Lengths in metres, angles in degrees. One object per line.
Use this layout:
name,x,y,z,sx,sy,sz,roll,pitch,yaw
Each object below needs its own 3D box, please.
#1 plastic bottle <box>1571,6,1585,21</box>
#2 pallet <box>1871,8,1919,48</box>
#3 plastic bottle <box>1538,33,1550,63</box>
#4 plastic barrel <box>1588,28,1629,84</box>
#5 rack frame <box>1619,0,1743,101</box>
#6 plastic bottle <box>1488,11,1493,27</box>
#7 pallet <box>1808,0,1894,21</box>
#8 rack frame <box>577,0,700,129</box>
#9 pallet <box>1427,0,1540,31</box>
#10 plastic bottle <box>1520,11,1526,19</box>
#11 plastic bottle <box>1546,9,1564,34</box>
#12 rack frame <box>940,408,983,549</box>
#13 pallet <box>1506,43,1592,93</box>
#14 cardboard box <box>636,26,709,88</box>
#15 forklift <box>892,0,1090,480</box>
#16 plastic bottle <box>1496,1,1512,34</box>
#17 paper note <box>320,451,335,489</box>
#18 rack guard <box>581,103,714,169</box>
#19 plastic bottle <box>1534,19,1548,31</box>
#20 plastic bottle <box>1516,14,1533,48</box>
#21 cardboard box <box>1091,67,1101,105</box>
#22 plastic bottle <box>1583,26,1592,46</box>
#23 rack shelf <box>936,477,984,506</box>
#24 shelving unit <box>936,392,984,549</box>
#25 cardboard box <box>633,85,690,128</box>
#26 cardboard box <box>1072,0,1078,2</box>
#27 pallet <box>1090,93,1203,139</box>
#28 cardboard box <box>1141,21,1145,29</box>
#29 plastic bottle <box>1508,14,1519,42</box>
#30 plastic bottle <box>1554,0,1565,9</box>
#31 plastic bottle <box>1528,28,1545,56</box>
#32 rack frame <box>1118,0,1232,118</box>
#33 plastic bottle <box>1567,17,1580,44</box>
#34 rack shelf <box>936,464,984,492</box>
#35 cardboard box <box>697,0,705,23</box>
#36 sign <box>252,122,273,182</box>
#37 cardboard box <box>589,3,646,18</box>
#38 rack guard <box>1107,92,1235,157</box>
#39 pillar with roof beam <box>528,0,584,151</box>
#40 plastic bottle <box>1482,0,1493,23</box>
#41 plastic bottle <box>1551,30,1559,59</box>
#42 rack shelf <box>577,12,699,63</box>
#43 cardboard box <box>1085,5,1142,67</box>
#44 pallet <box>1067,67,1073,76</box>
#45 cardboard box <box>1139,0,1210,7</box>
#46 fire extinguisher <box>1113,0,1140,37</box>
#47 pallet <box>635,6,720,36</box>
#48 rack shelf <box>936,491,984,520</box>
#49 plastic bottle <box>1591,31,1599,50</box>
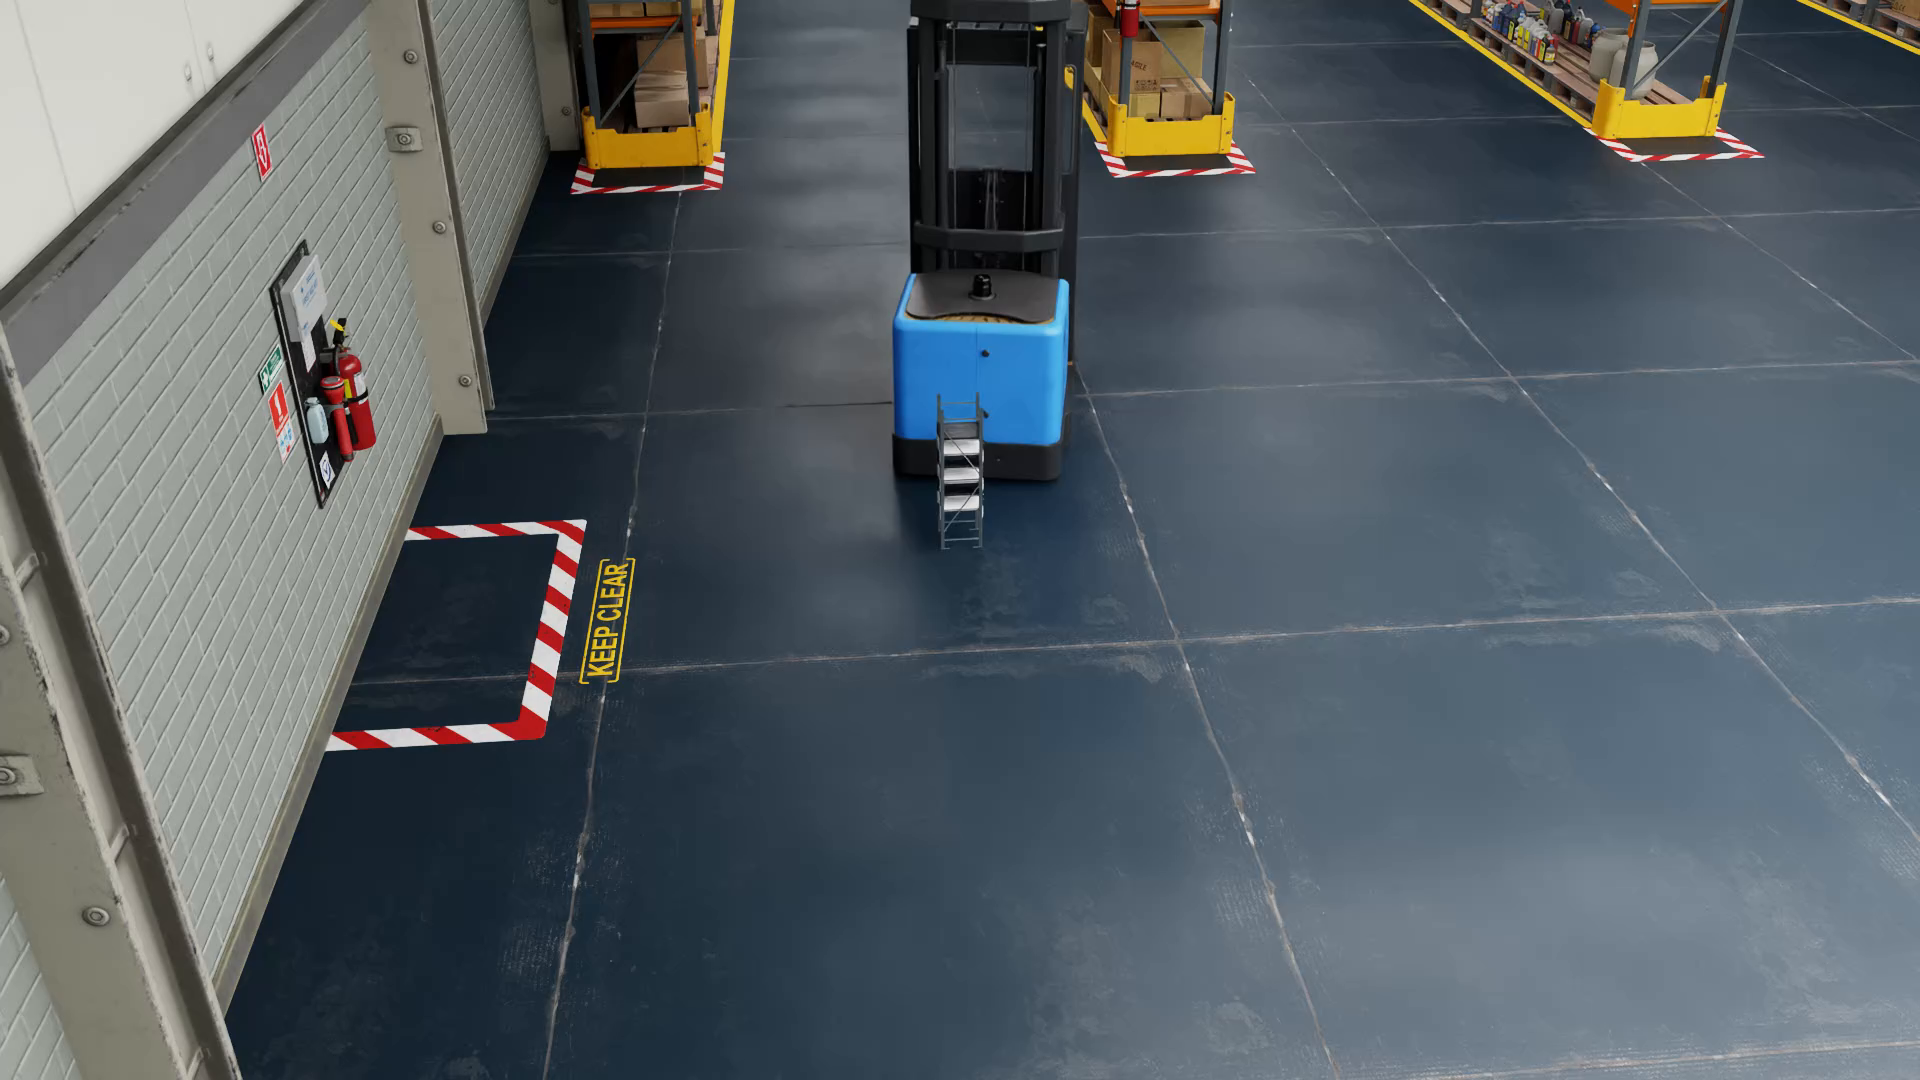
plastic bottle,6.965,-5.824,18.729,0.144,0.351,0.185,-3,31,-5
pallet,11.599,-6.049,19.671,1.003,0.211,1.213,-3,31,-5
plastic bottle,6.306,-5.306,17.927,0.061,0.283,0.133,-2,31,-3
plastic barrel,6.759,-5.008,17.226,0.421,0.512,0.421,0,31,0
rack frame,6.943,-5.308,15.711,1.000,3.000,0.127,-3,31,-5
plastic bottle,6.182,-6.050,19.253,0.097,0.201,0.097,0,31,0
pallet,11.427,-6.787,20.907,1.003,0.211,1.213,-3,31,-5
rack frame,-2.920,-4.833,14.916,1.000,3.000,0.127,-3,31,-5
pallet,6.458,-6.552,20.513,1.003,0.211,1.213,-3,31,-5
plastic bottle,6.366,-5.867,18.879,0.097,0.271,0.097,0,31,0
plastic bottle,6.789,-5.936,18.991,0.152,0.276,0.135,-3,31,-5
rack frame,0.009,-0.339,9.439,0.240,0.900,0.006,-3,31,-5
pallet,6.708,-5.183,18.222,1.003,0.211,1.213,-3,31,-5
cardboard box,-2.968,-4.974,17.161,0.700,0.500,0.500,-5,31,-8
forklift,0.245,-2.357,10.837,1.130,2.935,3.031,3,31,5
plastic bottle,6.232,-5.969,18.973,0.144,0.351,0.185,-2,31,-3
paper note,-3.146,-0.350,8.270,0.016,0.148,0.142,-3,31,-5
rack guard,-2.928,-3.799,15.622,1.175,0.500,0.348,-3,31,-5
plastic bottle,6.434,-5.644,18.501,0.152,0.276,0.135,-3,31,-5
plastic bottle,6.289,-5.656,18.448,0.144,0.351,0.185,-3,31,-5
cardboard box,1.608,-4.586,16.775,0.500,0.250,0.500,-3,31,-5
plastic bottle,7.014,-5.617,18.529,0.097,0.201,0.097,0,31,0
rack shelf,-0.001,-0.285,9.589,0.258,0.077,0.200,-3,31,-5
shelving unit,-0.001,-0.390,9.526,0.258,0.900,0.210,-3,31,-5
cardboard box,-2.895,-4.225,16.091,0.500,0.311,0.500,-6,31,-10
cardboard box,1.463,-5.674,17.864,0.500,0.500,0.500,-3,31,-5
pallet,1.898,-4.263,16.682,1.003,0.211,1.213,-3,31,-5
cardboard box,2.074,-5.188,17.051,0.500,0.500,0.500,-3,31,-5
plastic bottle,6.223,-5.758,18.684,0.061,0.283,0.133,-1,31,-2
plastic bottle,6.917,-6.086,19.169,0.144,0.351,0.185,-4,31,-6
plastic bottle,6.326,-5.445,18.167,0.152,0.276,0.135,-4,31,-6
rack frame,2.011,-5.072,15.317,1.000,3.000,0.127,-3,31,-5
plastic bottle,6.870,-5.706,18.598,0.061,0.283,0.133,-3,31,-5
rack shelf,-0.001,-0.362,9.543,0.258,0.077,0.200,-3,31,-5
cardboard box,-3.379,-6.366,19.491,0.700,0.500,0.500,-2,31,-3
sign,-3.192,-1.808,7.592,0.001,0.298,0.199,-3,31,-5
cardboard box,-3.157,-5.006,15.333,0.500,0.250,0.500,-2,31,-4
rack guard,2.013,-3.987,15.937,1.175,0.500,0.348,-3,31,-5
pillar with roof beam,0.439,-7.931,14.252,9.100,9.000,0.400,-3,31,-5
plastic bottle,6.163,-6.184,19.409,0.097,0.271,0.097,0,31,0
plastic bottle,6.445,-5.382,18.056,0.061,0.283,0.133,-3,31,-5
rack shelf,-3.107,-5.545,16.810,1.077,0.370,4.000,-3,31,-5
cardboard box,1.557,-5.163,17.010,0.500,0.500,0.500,-3,31,-5
pallet,1.670,-5.509,18.767,1.003,0.211,1.213,-3,31,-5
cardboard box,1.980,-5.354,15.691,0.700,0.500,0.500,-3,31,-5
fire extinguisher,1.560,-4.956,15.198,0.296,0.674,0.183,-3,31,-5
pallet,-3.368,-6.075,19.715,1.003,0.211,1.213,-3,31,-5
rack shelf,-0.001,-0.207,9.636,0.258,0.077,0.200,-3,31,-5
plastic bottle,7.034,-5.512,18.353,0.097,0.201,0.097,0,31,0
